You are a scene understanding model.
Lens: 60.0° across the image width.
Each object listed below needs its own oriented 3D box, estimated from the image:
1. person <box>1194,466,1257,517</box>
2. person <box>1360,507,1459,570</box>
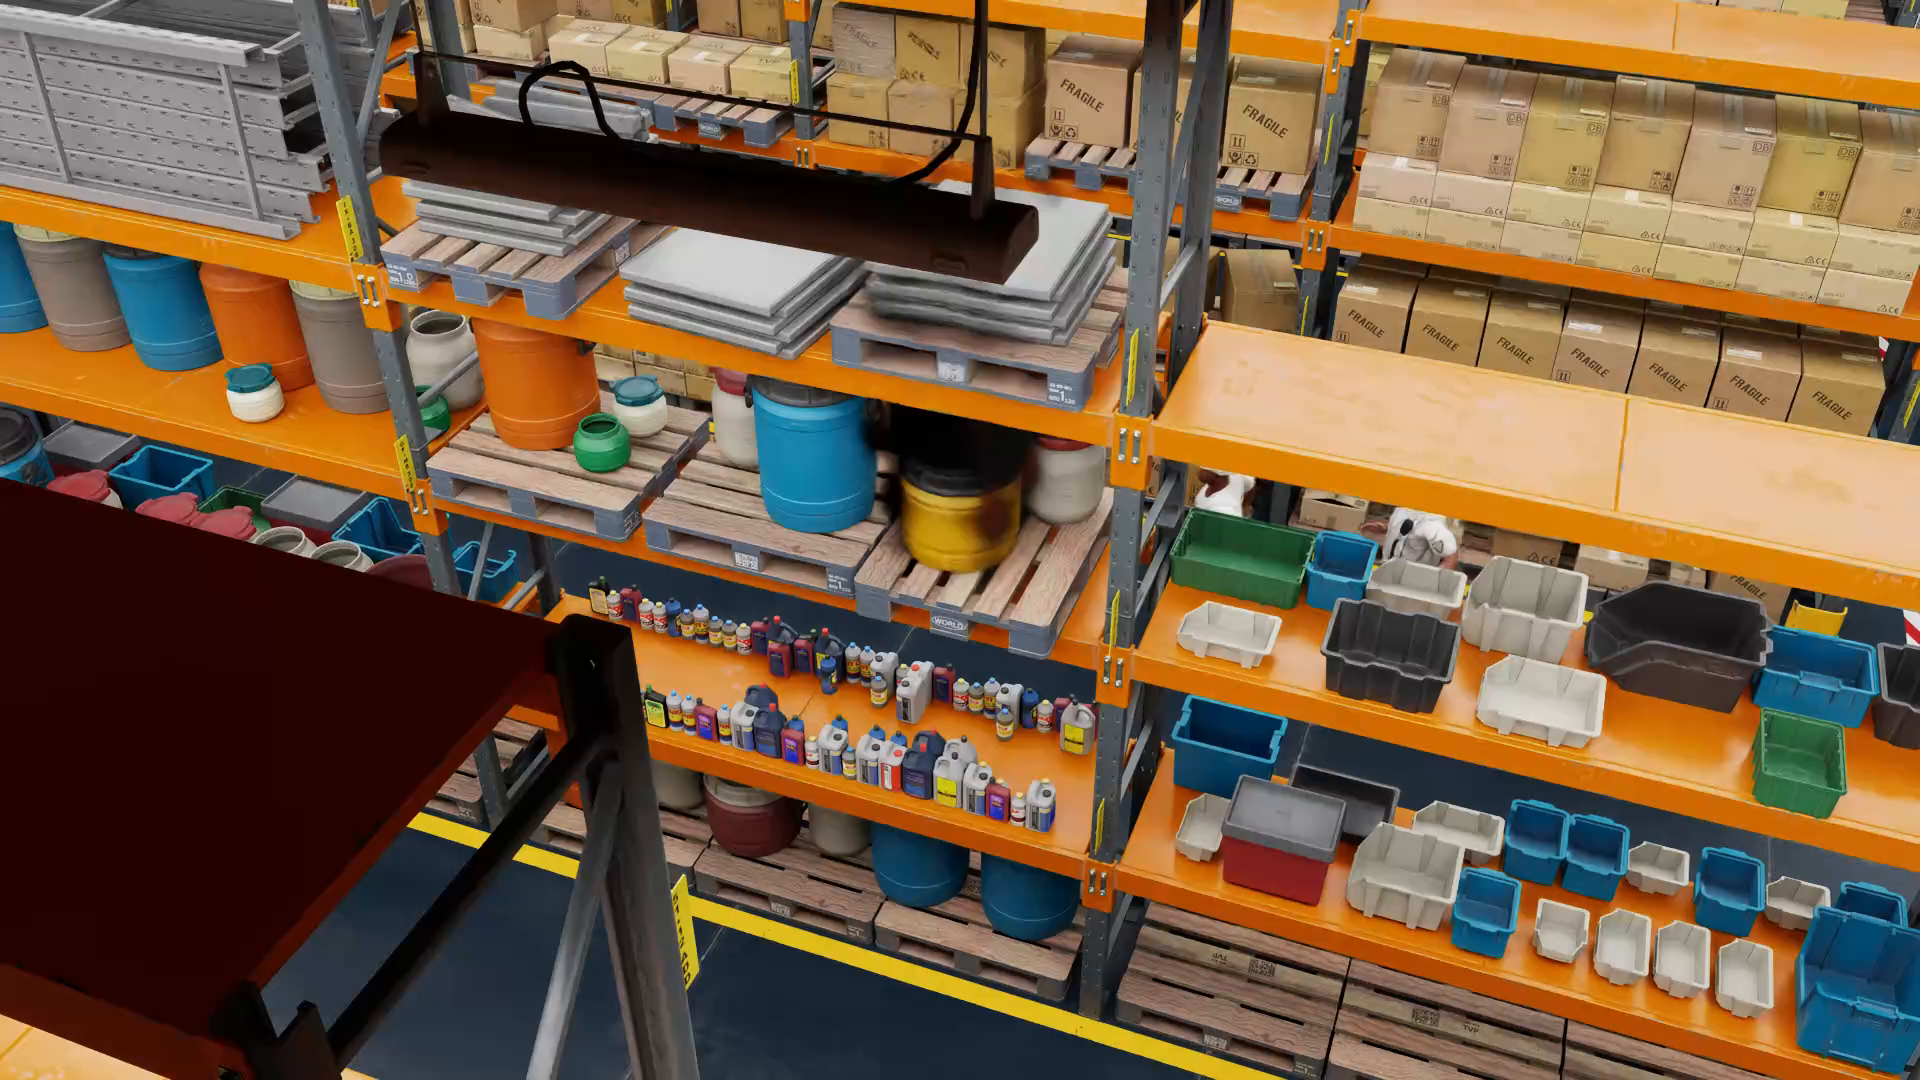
[{"bbox_3d":[1.725,0.126,11.331,0.692,1.818,0.726,5,37,7],"label":"person"},{"bbox_3d":[3.039,0.234,11.172,0.836,1.814,0.666,5,37,7],"label":"person"}]
